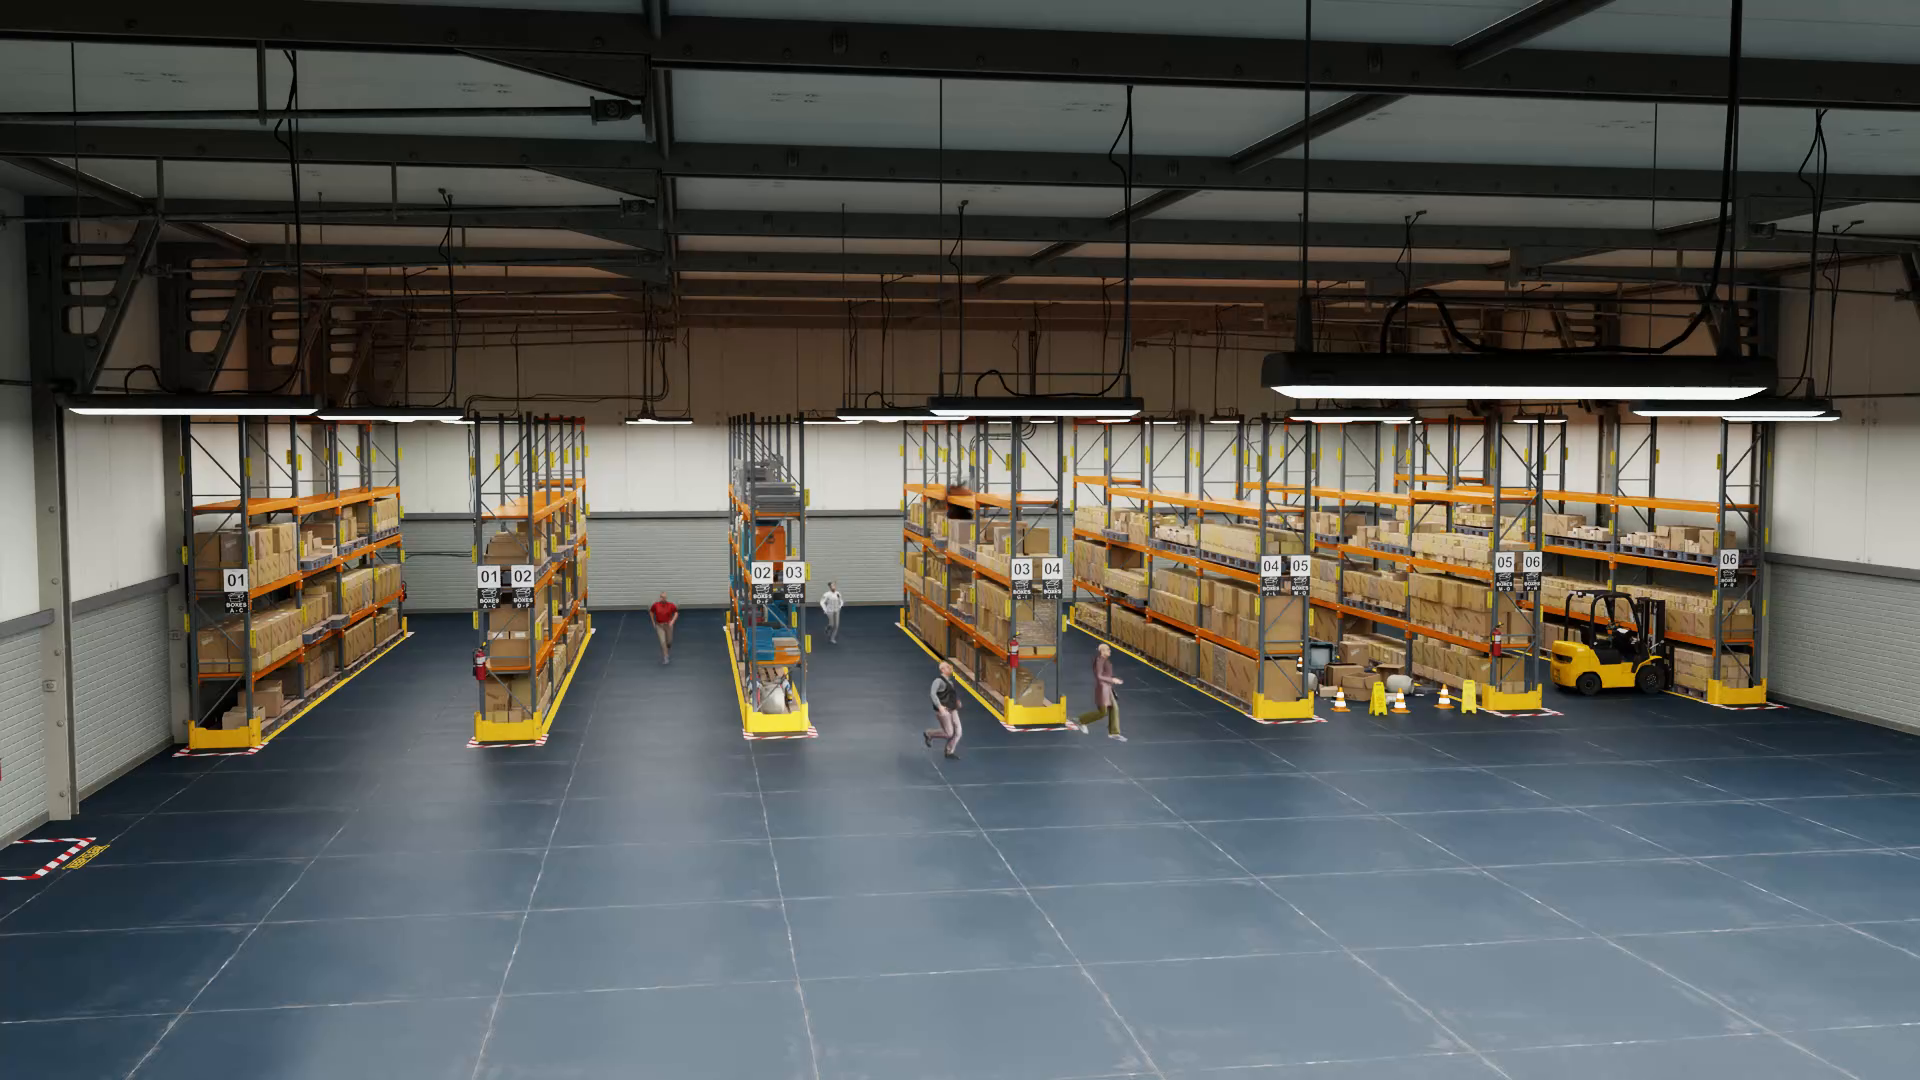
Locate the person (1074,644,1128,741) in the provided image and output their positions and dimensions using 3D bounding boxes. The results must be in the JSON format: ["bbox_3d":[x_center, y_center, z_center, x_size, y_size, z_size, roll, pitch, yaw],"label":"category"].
[{"bbox_3d":[2.586,2.785,30.396,0.987,1.792,0.714,1,4,15],"label":"person"}]

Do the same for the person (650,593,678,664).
[{"bbox_3d":[-7.216,2.135,40.551,0.688,1.714,0.846,-1,4,-11],"label":"person"}]

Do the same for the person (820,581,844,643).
[{"bbox_3d":[-3.365,1.906,44.099,0.614,1.654,0.549,-2,4,-23],"label":"person"}]

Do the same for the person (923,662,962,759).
[{"bbox_3d":[-0.290,2.944,28.743,0.643,1.681,0.678,2,4,29],"label":"person"}]
